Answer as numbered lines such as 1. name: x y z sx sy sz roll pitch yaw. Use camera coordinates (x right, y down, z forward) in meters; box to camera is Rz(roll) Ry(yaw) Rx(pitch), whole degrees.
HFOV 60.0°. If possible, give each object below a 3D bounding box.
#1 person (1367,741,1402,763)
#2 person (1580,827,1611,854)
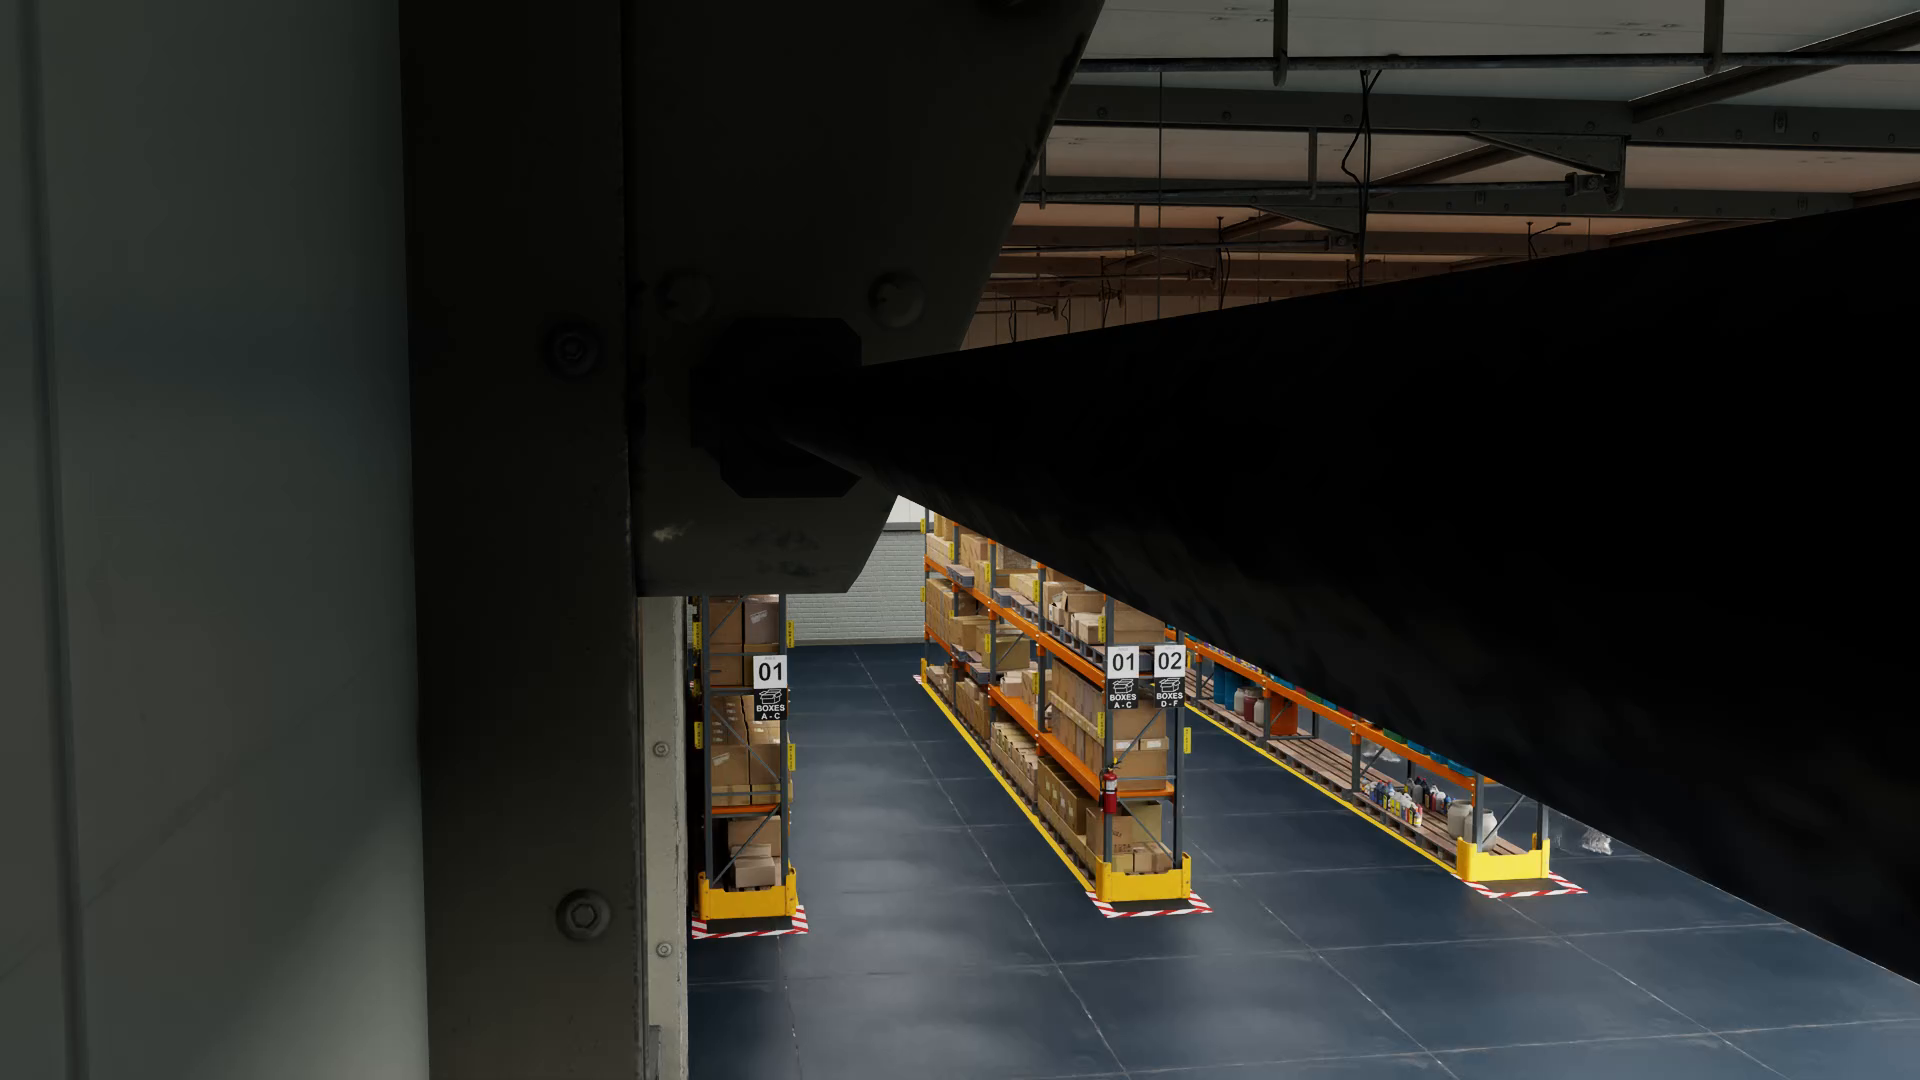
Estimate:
1. person: 7.419 3.014 28.698 0.811 1.610 0.648 3 6 26
2. person: 8.951 3.545 22.824 0.477 1.533 0.757 -5 7 -43
